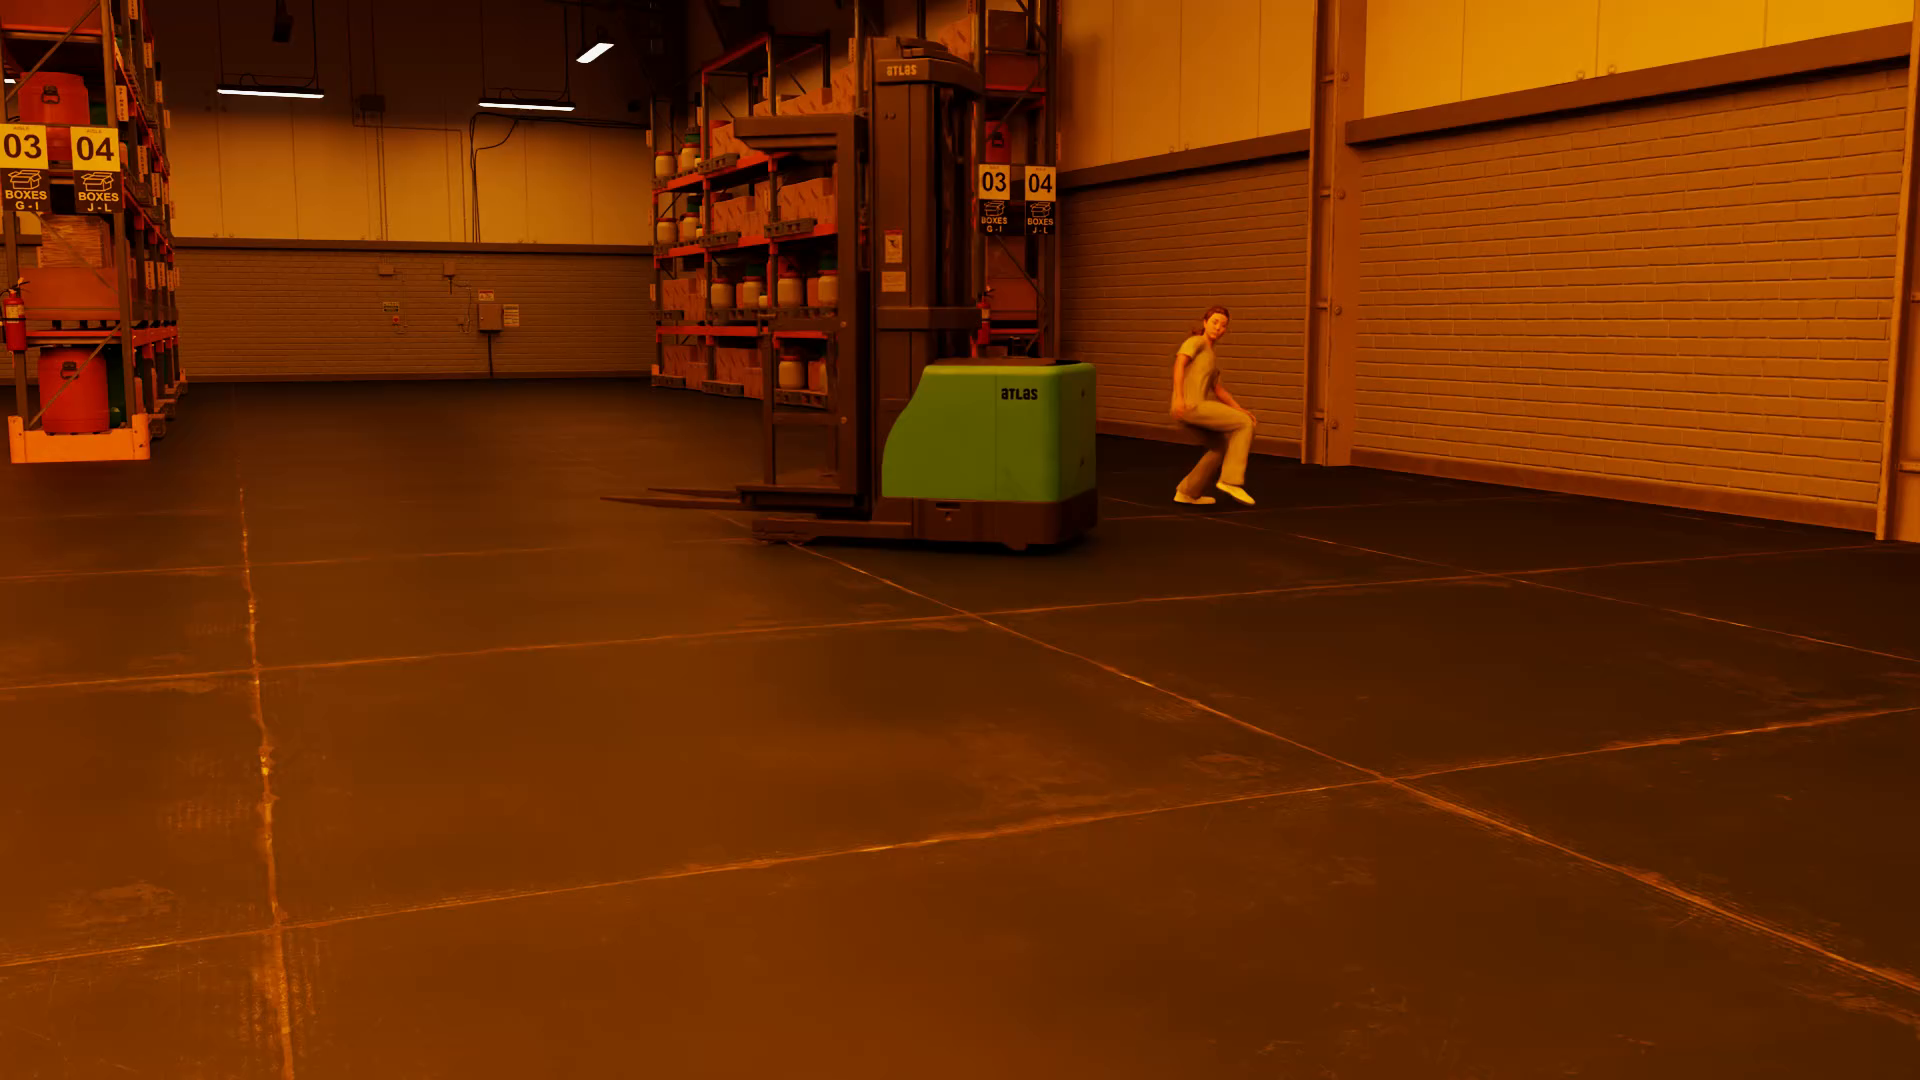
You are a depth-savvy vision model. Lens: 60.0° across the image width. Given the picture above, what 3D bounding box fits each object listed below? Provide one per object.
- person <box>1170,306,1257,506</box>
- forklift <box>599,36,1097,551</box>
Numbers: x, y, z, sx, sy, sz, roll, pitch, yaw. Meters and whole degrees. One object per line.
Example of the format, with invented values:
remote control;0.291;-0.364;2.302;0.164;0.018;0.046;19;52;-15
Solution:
person;1.816;-0.942;11.881;0.642;1.453;0.674;1;8;5
forklift;-0.730;-1.478;10.151;3.031;2.935;1.130;2;8;18
